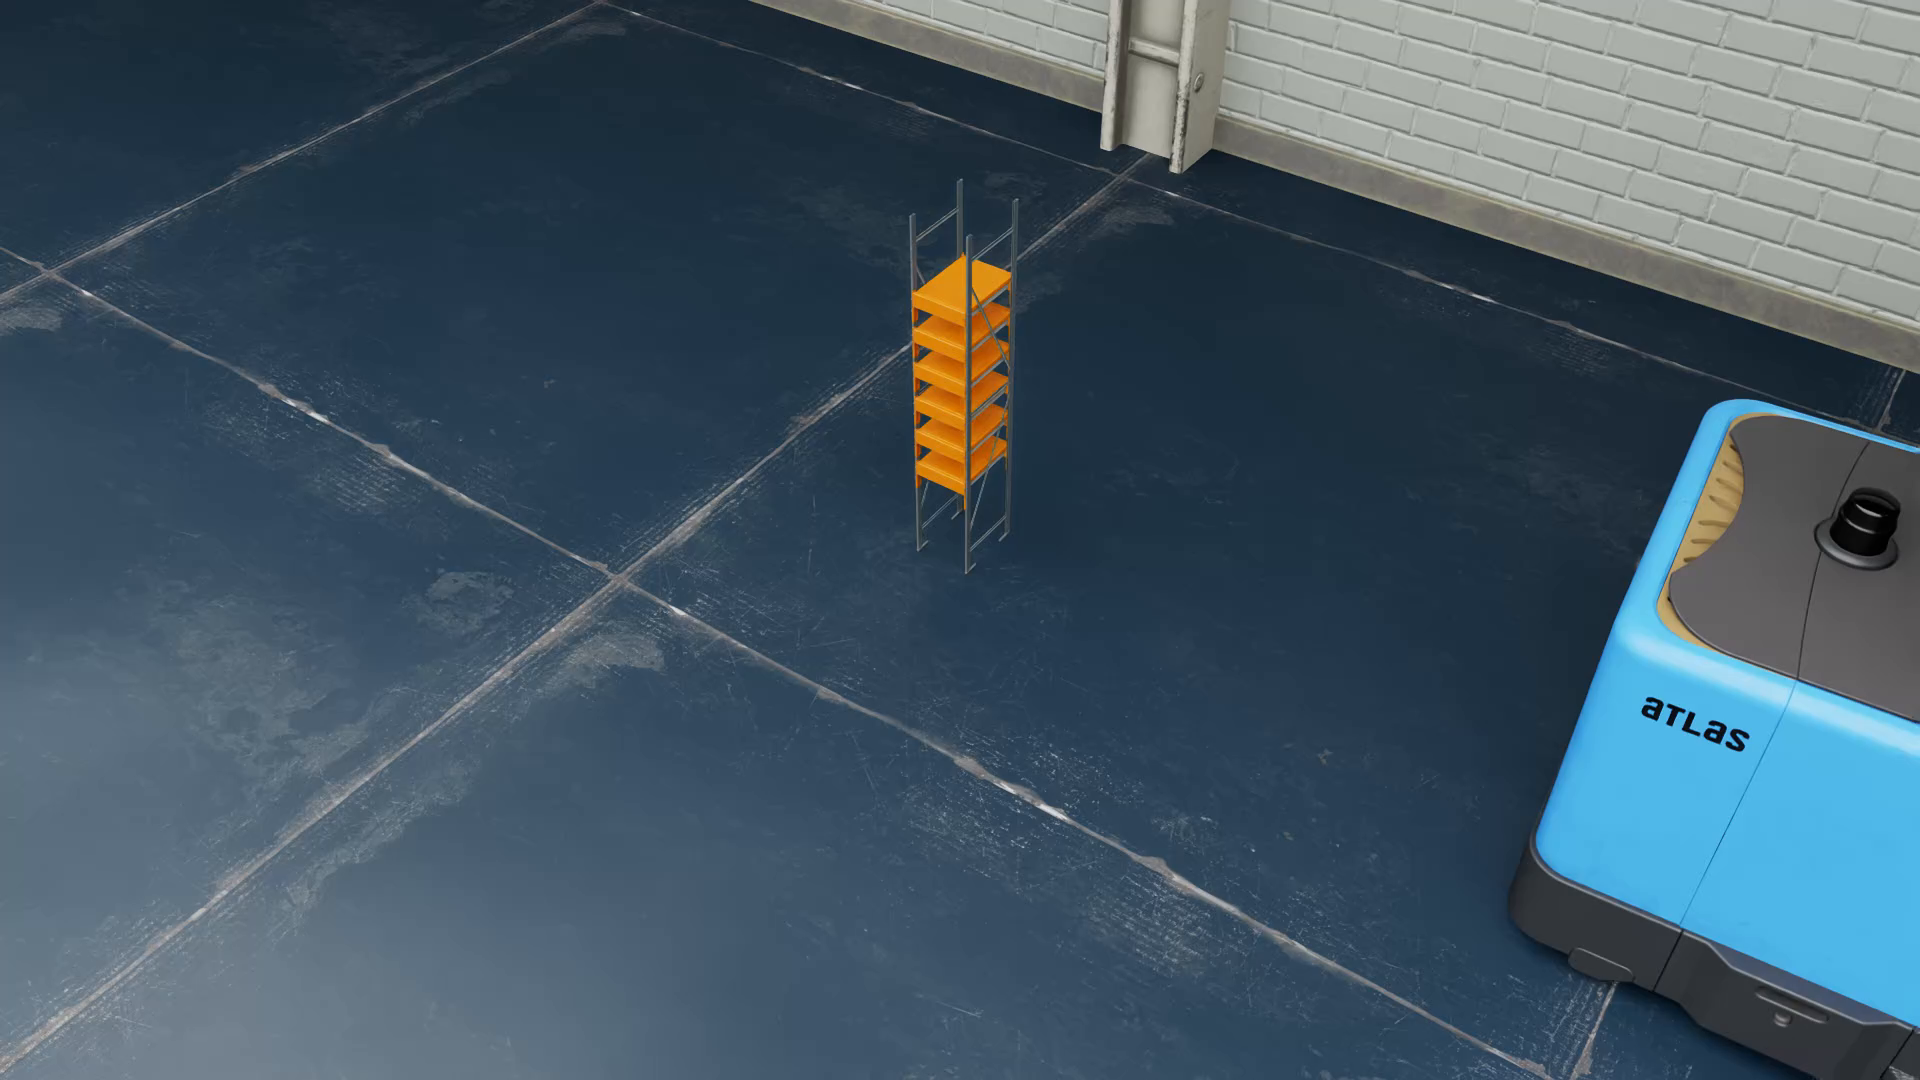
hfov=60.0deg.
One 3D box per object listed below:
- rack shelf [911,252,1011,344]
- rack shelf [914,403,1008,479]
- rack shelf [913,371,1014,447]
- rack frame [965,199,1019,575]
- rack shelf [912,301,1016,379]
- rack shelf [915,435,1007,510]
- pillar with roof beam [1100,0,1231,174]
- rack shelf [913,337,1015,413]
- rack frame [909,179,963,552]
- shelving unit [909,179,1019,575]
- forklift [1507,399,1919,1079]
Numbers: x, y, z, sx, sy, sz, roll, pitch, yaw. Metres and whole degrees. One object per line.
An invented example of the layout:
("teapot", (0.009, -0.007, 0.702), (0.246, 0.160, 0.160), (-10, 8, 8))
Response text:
("rack shelf", (0.012, -0.677, 4.633), (0.180, 0.103, 0.258), (25, 48, 25))
("rack shelf", (0.012, -0.319, 4.953), (0.180, 0.103, 0.258), (25, 48, 25))
("rack shelf", (0.012, -0.408, 4.873), (0.180, 0.103, 0.258), (25, 48, 25))
("rack frame", (0.087, -0.407, 4.805), (0.006, 1.200, 0.240), (25, 48, 25))
("rack shelf", (0.012, -0.587, 4.713), (0.180, 0.103, 0.258), (25, 48, 25))
("rack shelf", (0.012, -0.230, 5.033), (0.180, 0.103, 0.258), (25, 48, 25))
("pillar with roof beam", (-1.624, -2.694, 1.513), (0.400, 9.000, 9.100), (25, 48, 25))
("rack shelf", (0.012, -0.498, 4.793), (0.180, 0.103, 0.258), (25, 48, 25))
("rack frame", (-0.063, -0.477, 4.883), (0.006, 1.200, 0.240), (25, 48, 25))
("shelving unit", (0.012, -0.442, 4.844), (0.189, 1.200, 0.258), (25, 48, 25))
("forklift", (2.887, 0.122, 2.915), (3.031, 2.935, 1.130), (22, 46, 23))
